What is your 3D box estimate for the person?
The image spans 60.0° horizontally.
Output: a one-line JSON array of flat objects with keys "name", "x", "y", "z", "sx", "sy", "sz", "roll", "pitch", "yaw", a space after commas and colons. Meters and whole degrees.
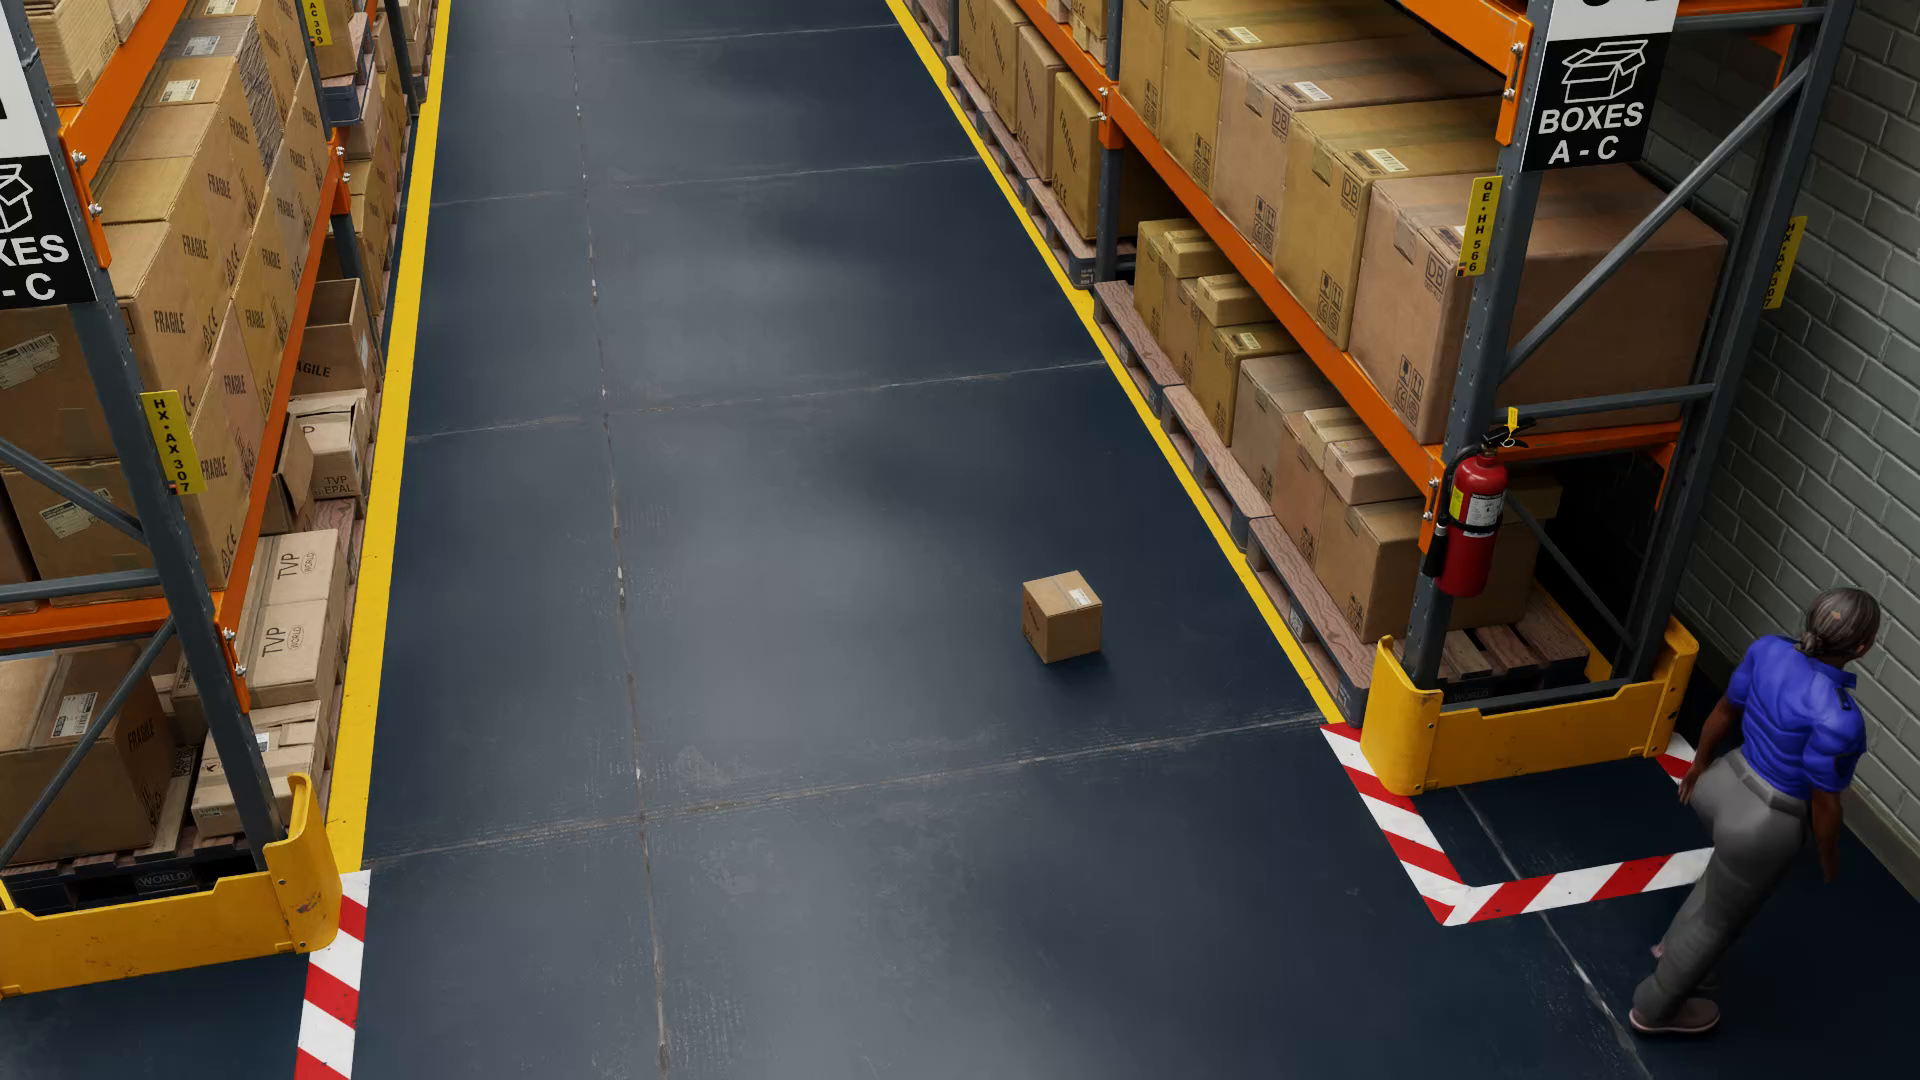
[{"name": "person", "x": 2.364, "y": 0.822, "z": 4.973, "sx": 0.490, "sy": 1.671, "sz": 0.487, "roll": -5, "pitch": 35, "yaw": -7}]
